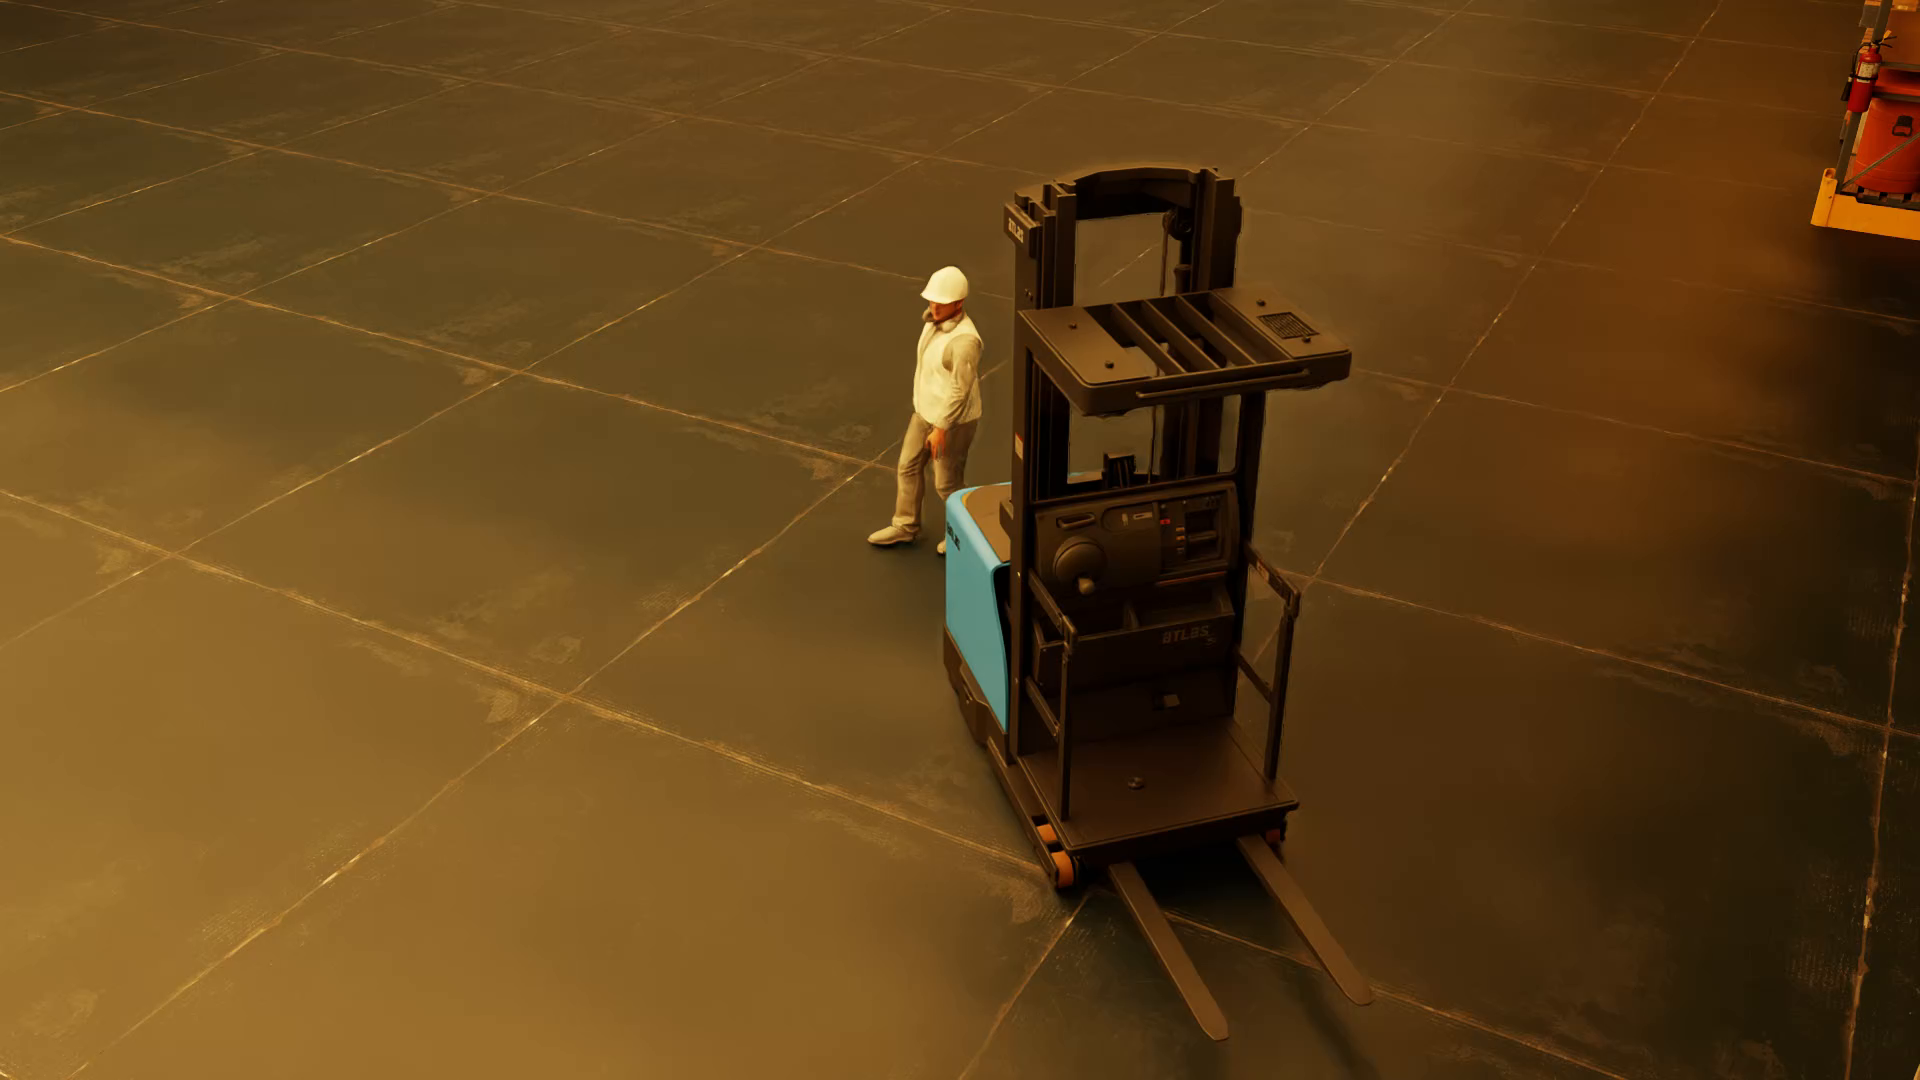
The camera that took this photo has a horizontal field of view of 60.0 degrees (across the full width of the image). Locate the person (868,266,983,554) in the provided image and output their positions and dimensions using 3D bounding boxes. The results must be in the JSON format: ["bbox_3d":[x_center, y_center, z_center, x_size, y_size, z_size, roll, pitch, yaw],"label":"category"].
[{"bbox_3d":[-0.193,-0.714,9.494,0.652,1.759,0.669,-13,32,-21],"label":"person"}]

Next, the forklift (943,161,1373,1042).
[{"bbox_3d":[0.836,0.045,6.993,1.130,2.935,3.031,-9,31,-15],"label":"forklift"}]
